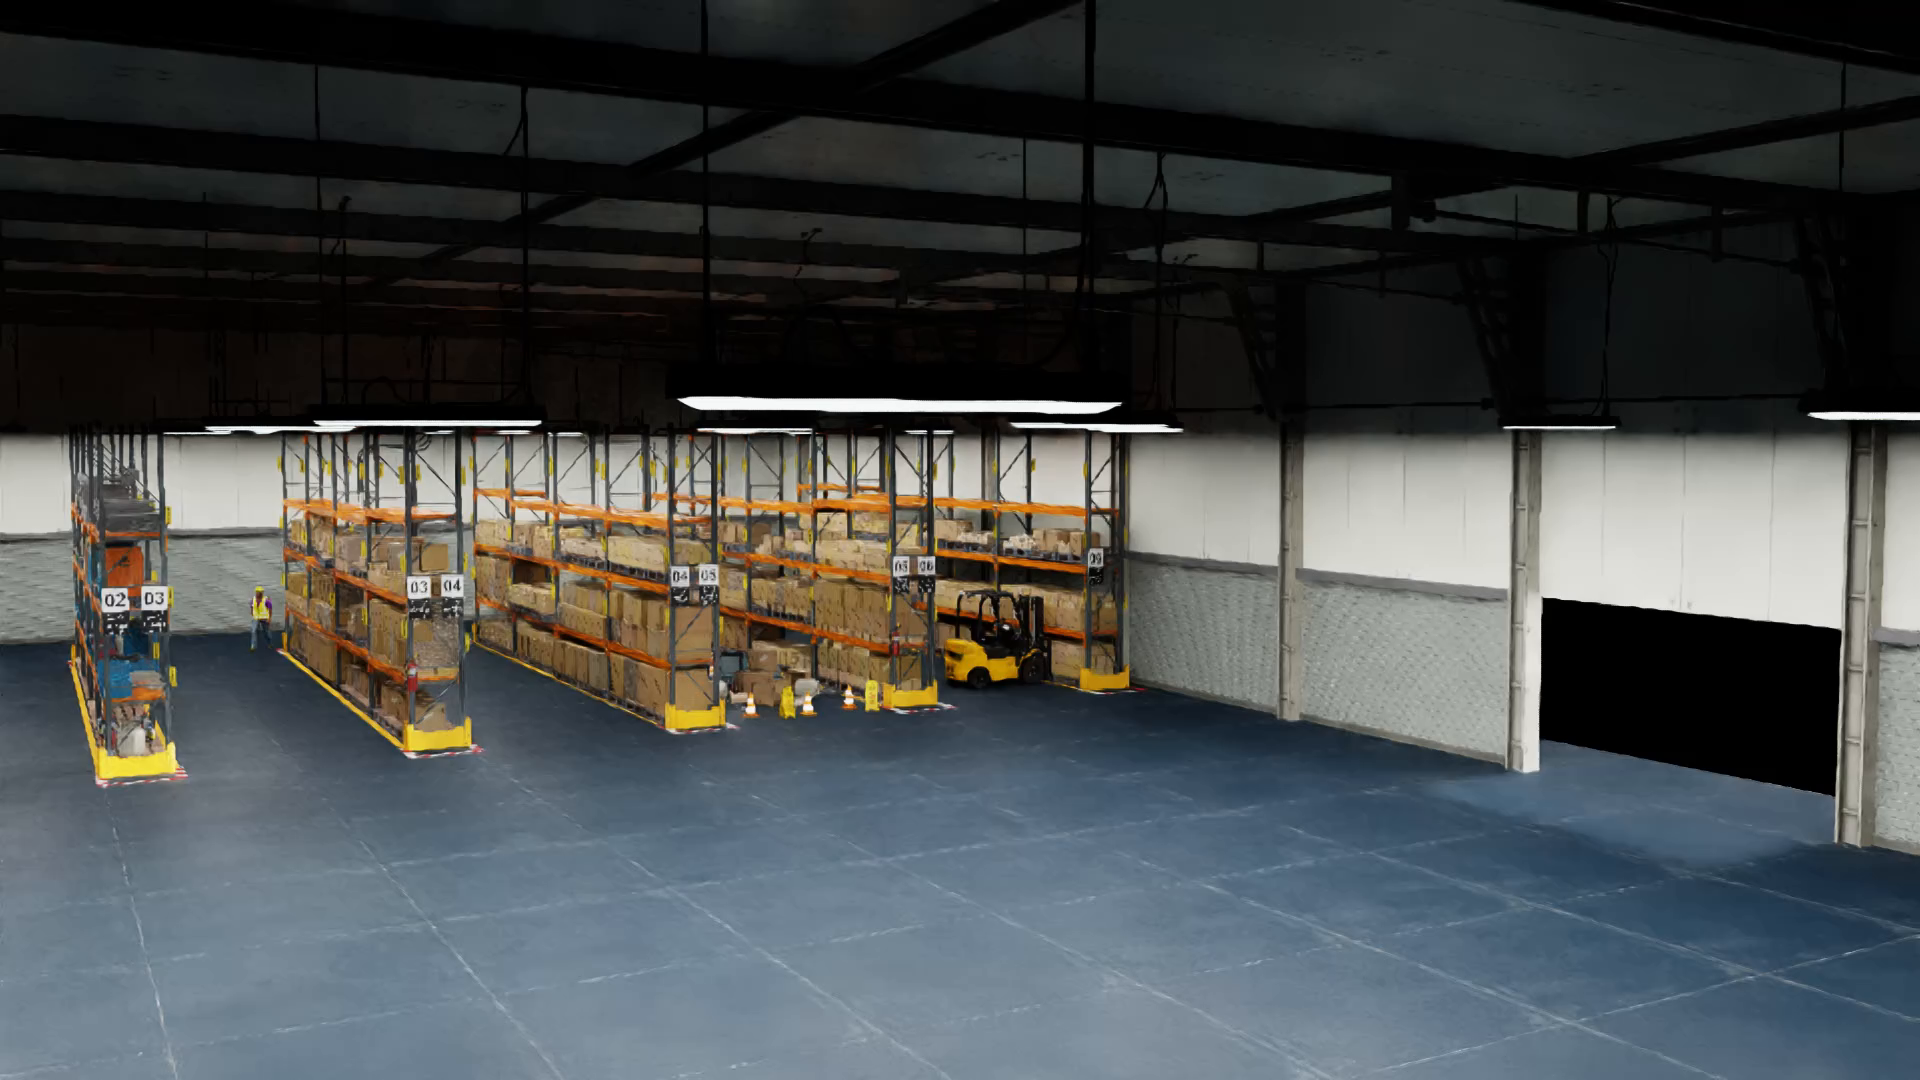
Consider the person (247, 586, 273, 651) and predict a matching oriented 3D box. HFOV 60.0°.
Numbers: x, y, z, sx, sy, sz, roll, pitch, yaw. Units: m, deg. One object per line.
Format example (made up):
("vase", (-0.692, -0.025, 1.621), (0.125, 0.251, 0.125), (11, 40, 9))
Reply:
("person", (-18.801, 2.102, 44.753), (0.577, 1.738, 0.915), (0, 4, -5))
